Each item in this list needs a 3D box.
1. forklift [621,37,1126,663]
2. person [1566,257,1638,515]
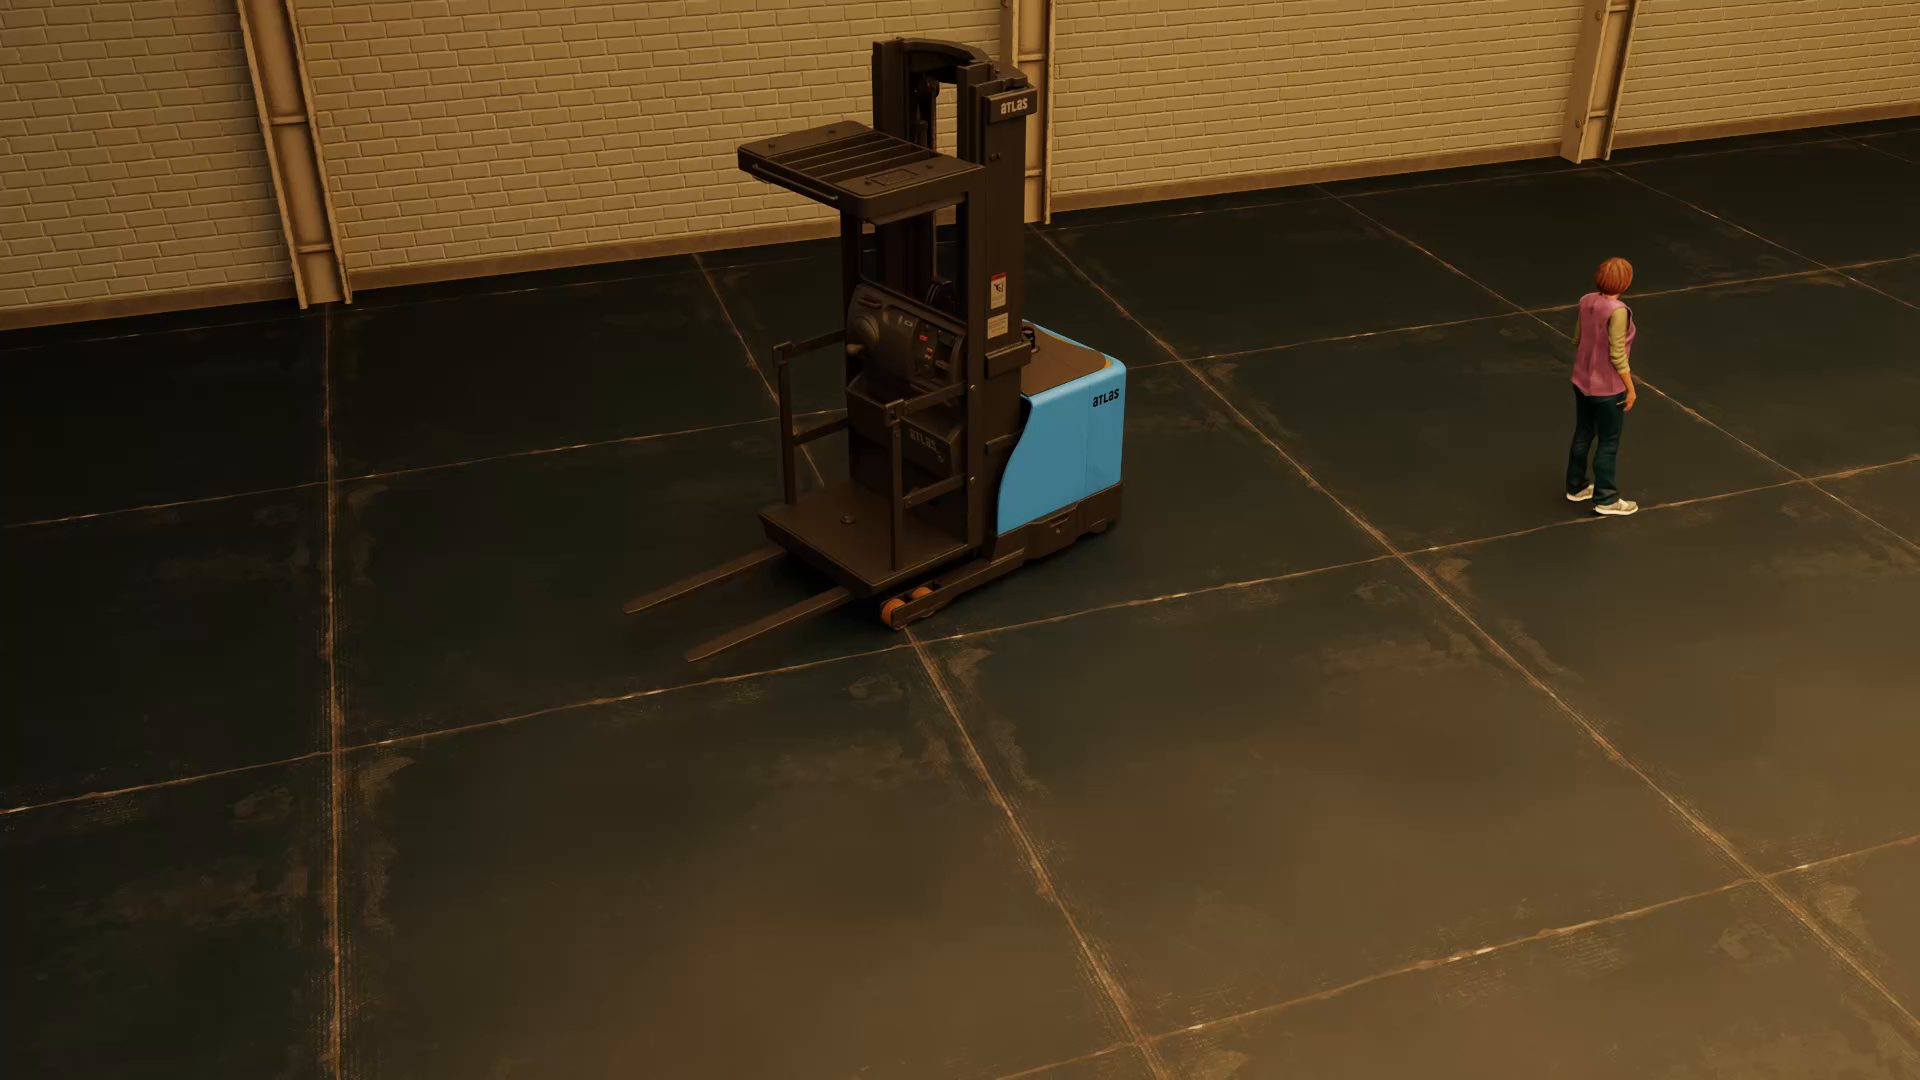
[{"bbox_3d":[-0.461,-1.072,8.951,3.031,2.935,1.130,-23,37,-34],"label":"forklift"},{"bbox_3d":[3.928,-0.941,10.056,0.454,1.605,0.503,-8,31,-14],"label":"person"}]
